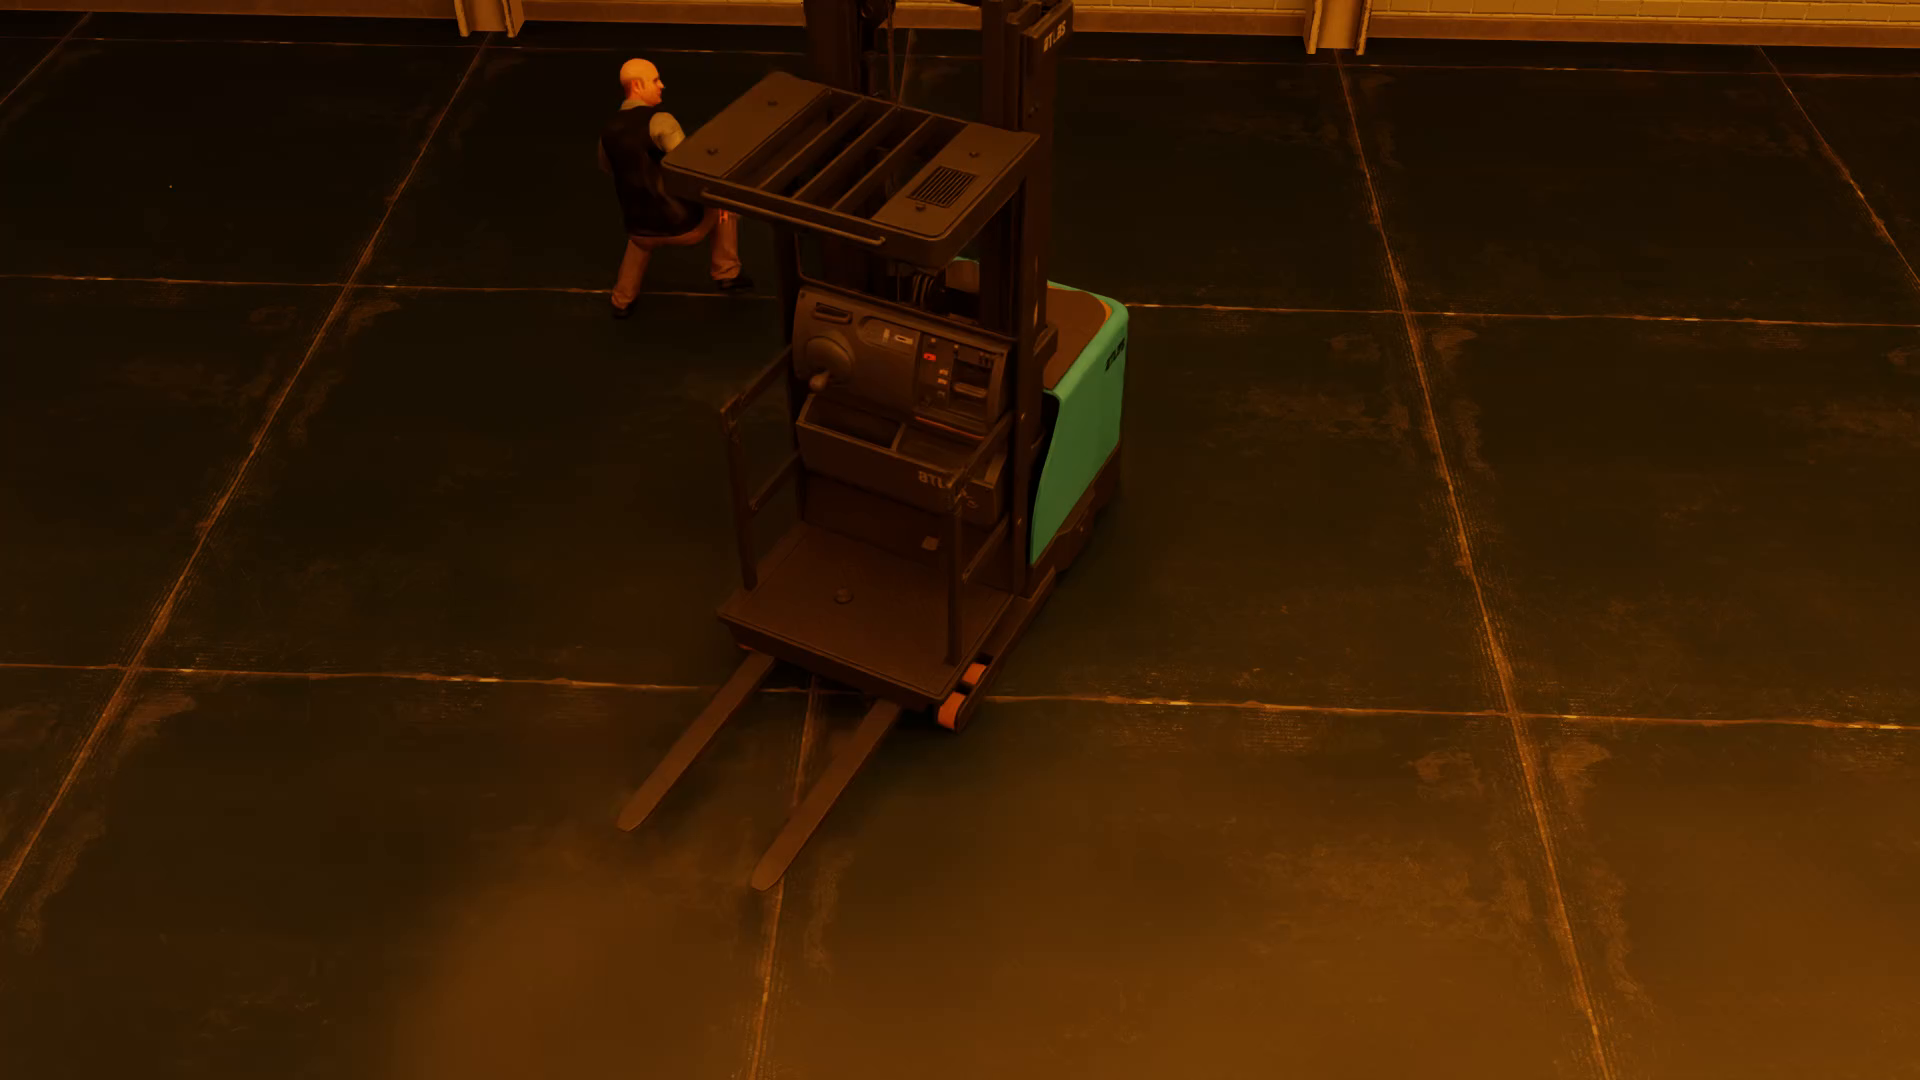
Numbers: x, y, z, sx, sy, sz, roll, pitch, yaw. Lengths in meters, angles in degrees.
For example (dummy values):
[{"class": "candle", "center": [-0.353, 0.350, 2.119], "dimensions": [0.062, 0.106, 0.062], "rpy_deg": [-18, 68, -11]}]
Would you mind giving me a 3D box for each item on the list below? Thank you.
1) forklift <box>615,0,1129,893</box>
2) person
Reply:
[{"class": "forklift", "center": [-0.341, -0.624, 6.426], "dimensions": [1.130, 2.935, 3.031], "rpy_deg": [19, 46, 20]}, {"class": "person", "center": [-1.565, -1.829, 8.865], "dimensions": [0.775, 1.496, 0.667], "rpy_deg": [10, 43, 11]}]
